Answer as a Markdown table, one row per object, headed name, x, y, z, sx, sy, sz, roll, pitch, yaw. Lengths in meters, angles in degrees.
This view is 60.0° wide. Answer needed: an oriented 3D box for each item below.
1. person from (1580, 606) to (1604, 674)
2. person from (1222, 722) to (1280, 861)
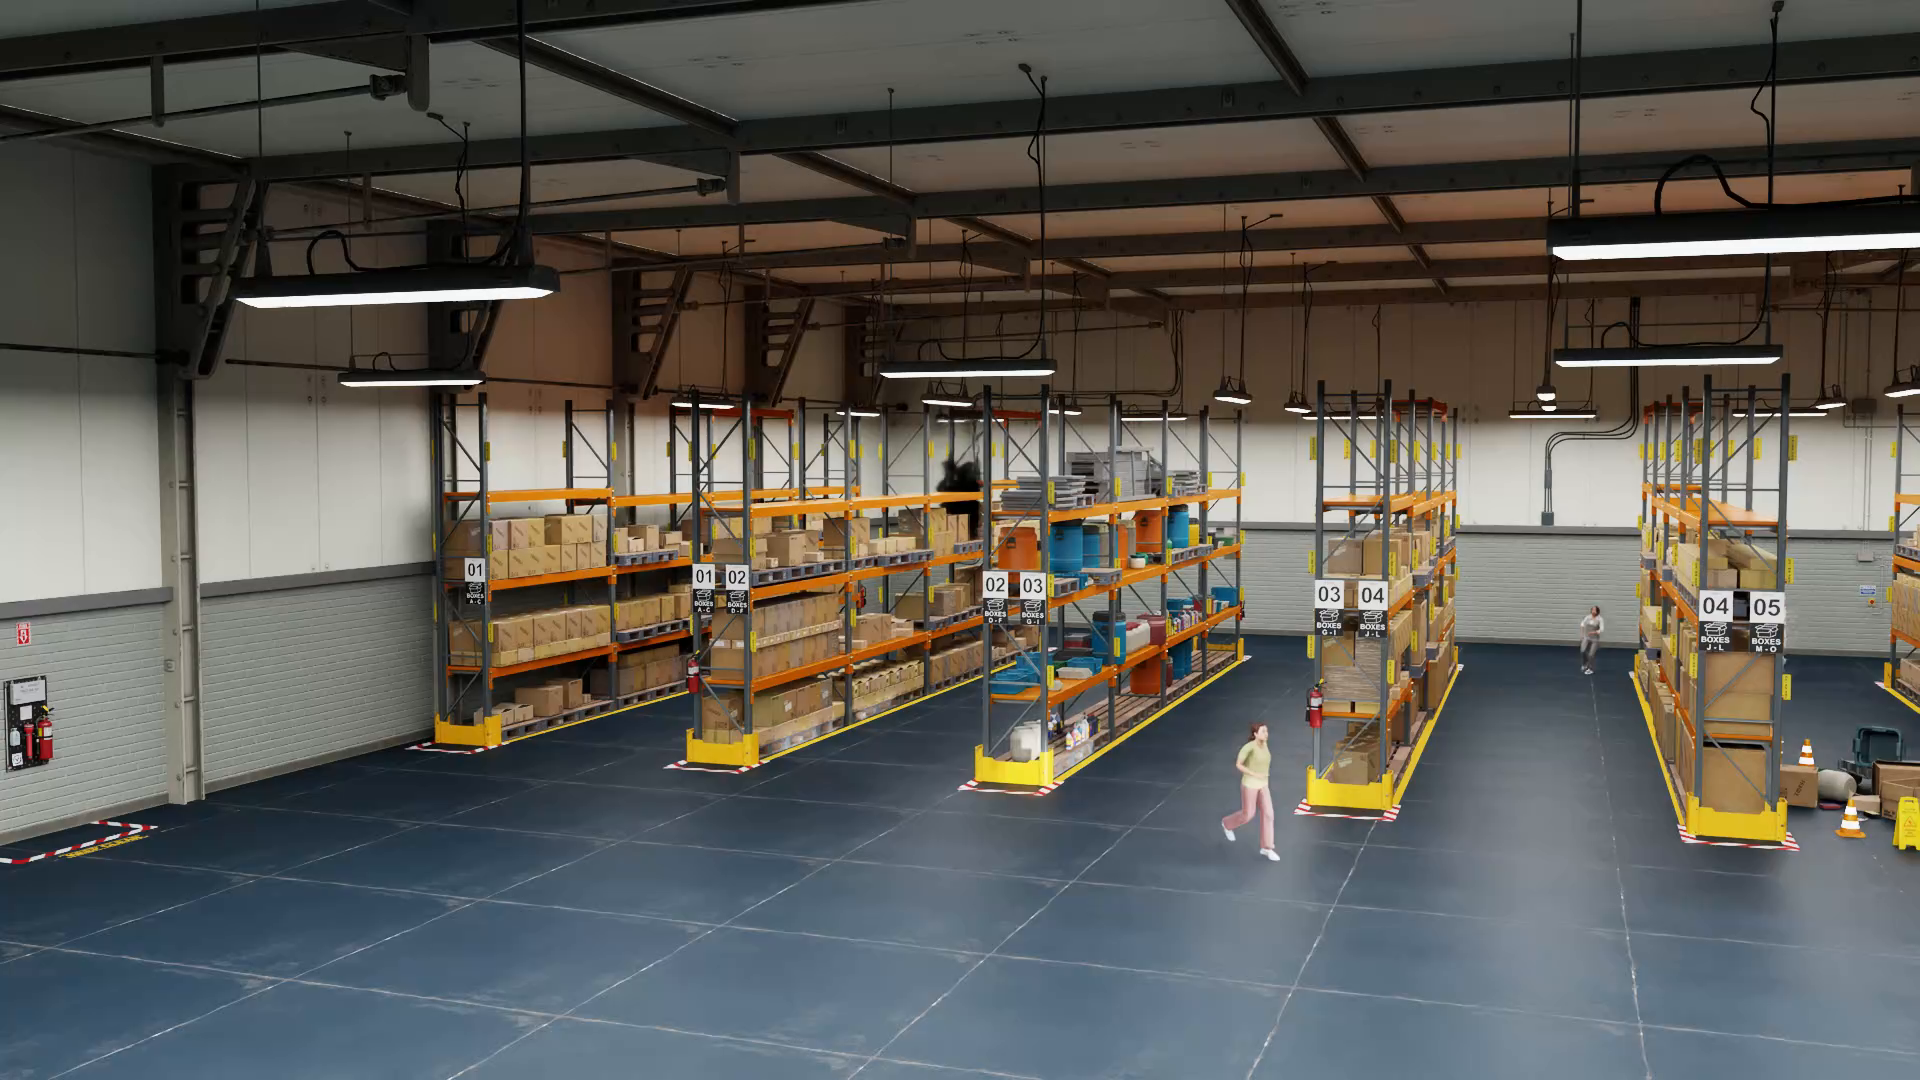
| name | x | y | z | sx | sy | sz | roll | pitch | yaw |
| --- | --- | --- | --- | --- | --- | --- | --- | --- | --- |
| person | 14.141 | 2.237 | 37.222 | 0.546 | 1.549 | 0.560 | 2 | 4 | 33 |
| person | 3.639 | 3.072 | 20.666 | 0.600 | 1.664 | 0.986 | -2 | 4 | -38 |
